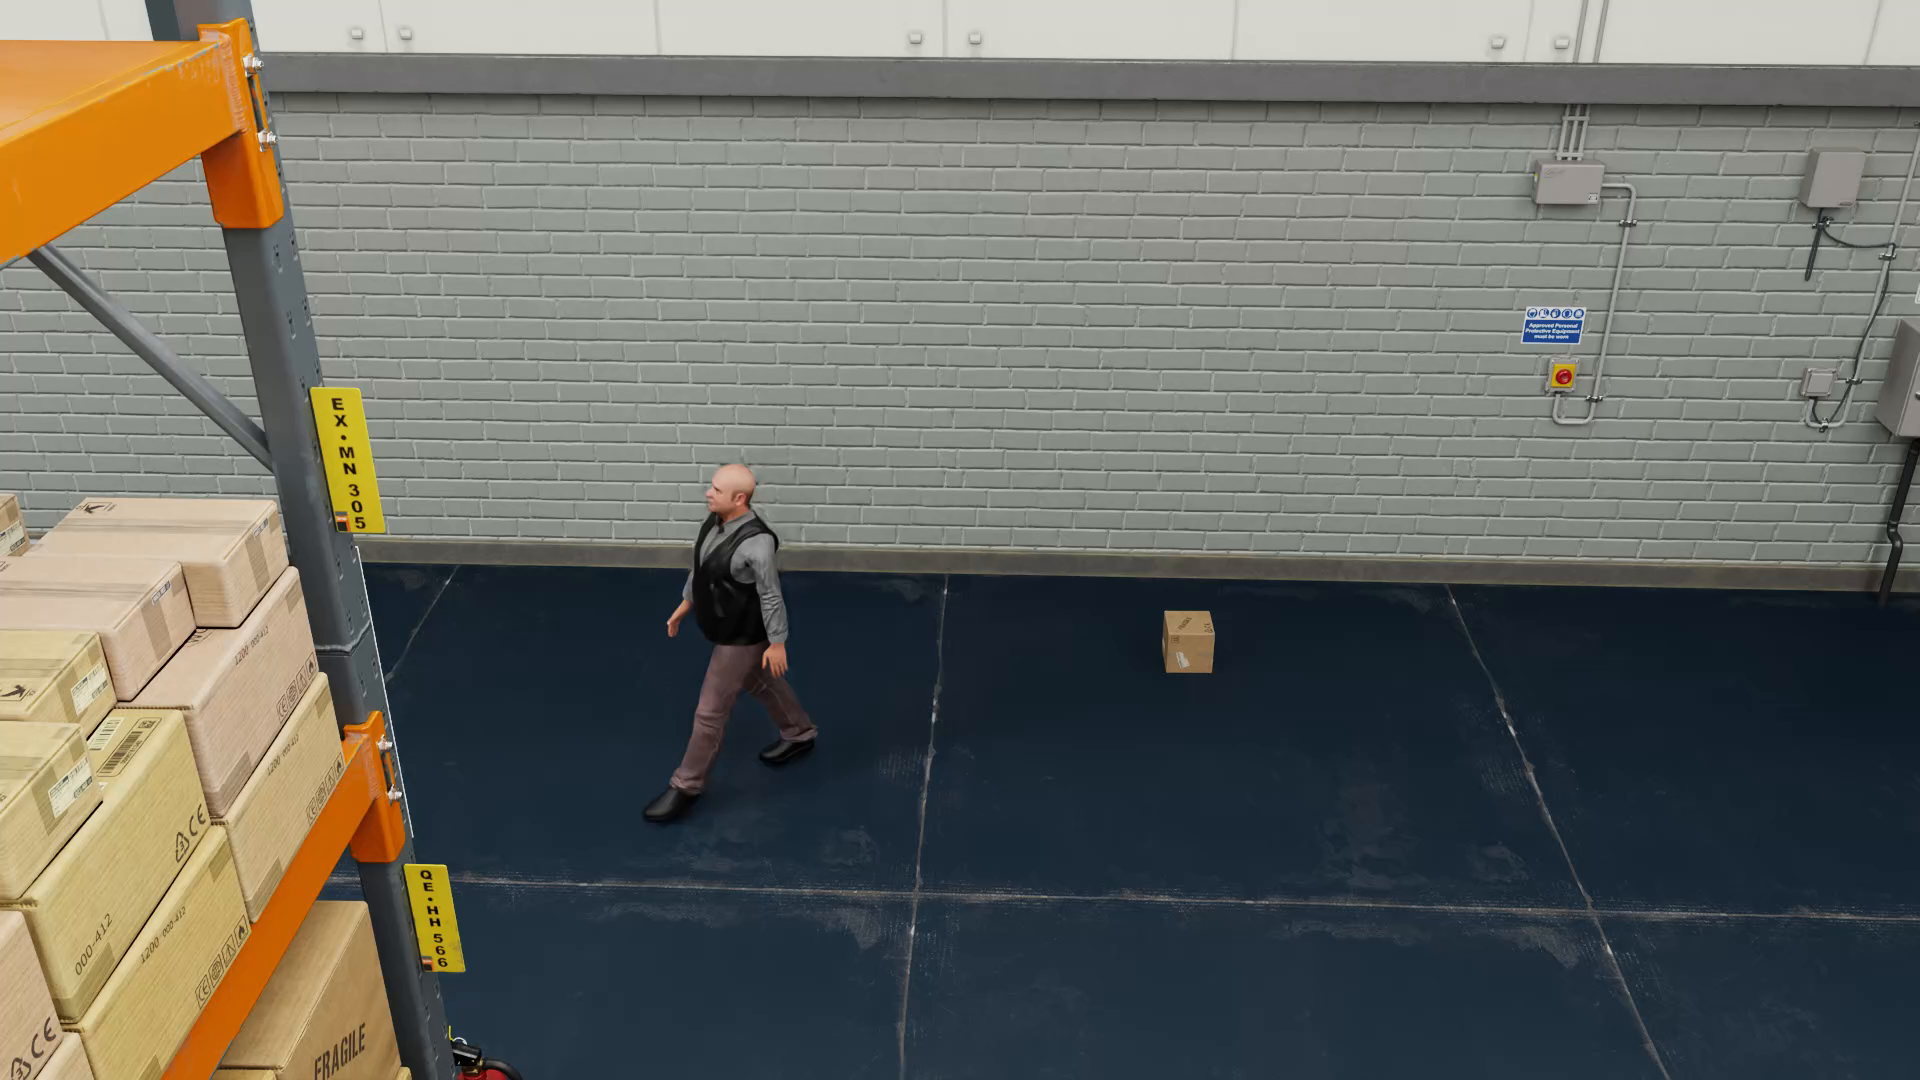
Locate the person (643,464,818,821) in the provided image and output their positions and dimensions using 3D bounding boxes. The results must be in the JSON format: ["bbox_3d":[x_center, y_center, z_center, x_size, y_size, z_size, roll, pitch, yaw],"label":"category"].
[{"bbox_3d":[-1.141,0.422,7.818,0.972,1.667,0.568,-14,31,-24],"label":"person"}]
